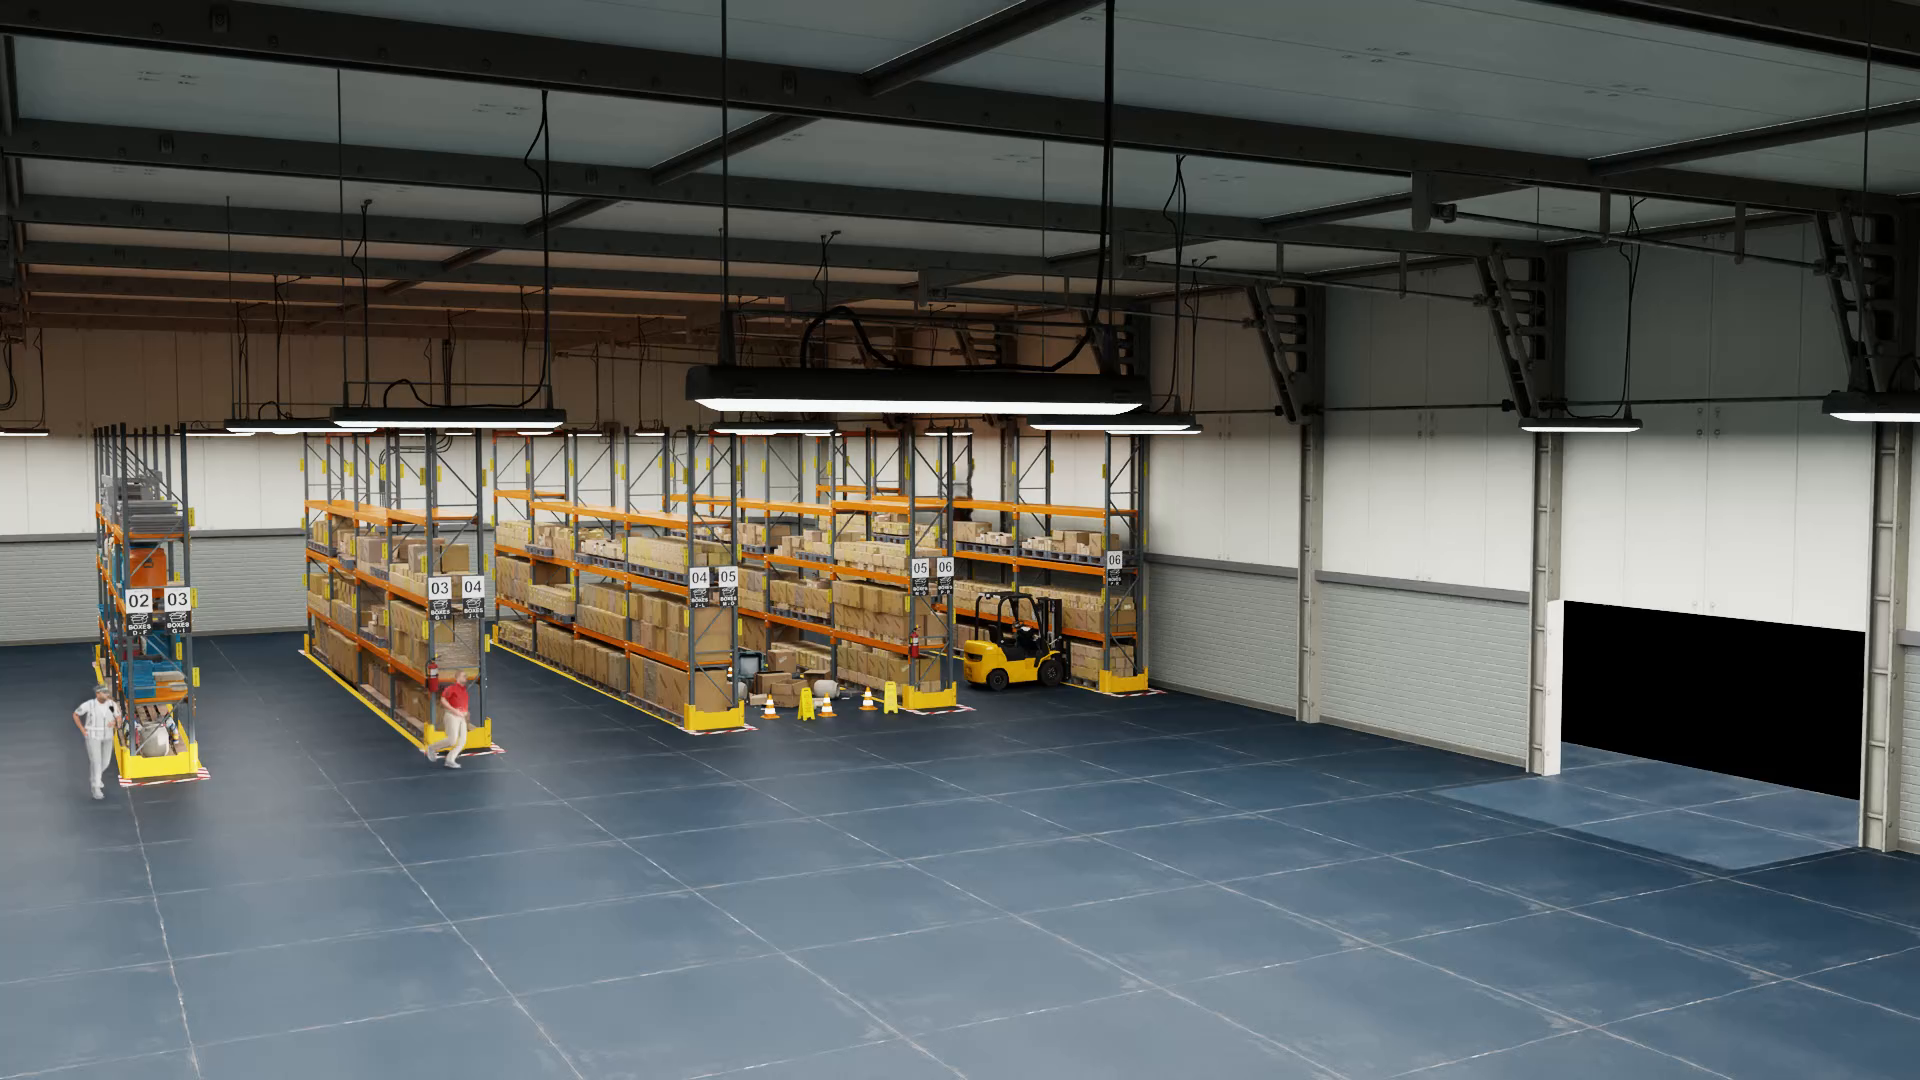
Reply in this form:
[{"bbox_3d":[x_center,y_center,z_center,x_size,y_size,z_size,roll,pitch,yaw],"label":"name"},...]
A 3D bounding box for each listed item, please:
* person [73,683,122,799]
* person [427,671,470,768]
[{"bbox_3d":[-13.902,3.213,26.933,0.971,1.789,0.669,3,4,37],"label":"person"},{"bbox_3d":[-8.944,3.140,29.279,0.668,1.649,0.726,1,4,18],"label":"person"}]
